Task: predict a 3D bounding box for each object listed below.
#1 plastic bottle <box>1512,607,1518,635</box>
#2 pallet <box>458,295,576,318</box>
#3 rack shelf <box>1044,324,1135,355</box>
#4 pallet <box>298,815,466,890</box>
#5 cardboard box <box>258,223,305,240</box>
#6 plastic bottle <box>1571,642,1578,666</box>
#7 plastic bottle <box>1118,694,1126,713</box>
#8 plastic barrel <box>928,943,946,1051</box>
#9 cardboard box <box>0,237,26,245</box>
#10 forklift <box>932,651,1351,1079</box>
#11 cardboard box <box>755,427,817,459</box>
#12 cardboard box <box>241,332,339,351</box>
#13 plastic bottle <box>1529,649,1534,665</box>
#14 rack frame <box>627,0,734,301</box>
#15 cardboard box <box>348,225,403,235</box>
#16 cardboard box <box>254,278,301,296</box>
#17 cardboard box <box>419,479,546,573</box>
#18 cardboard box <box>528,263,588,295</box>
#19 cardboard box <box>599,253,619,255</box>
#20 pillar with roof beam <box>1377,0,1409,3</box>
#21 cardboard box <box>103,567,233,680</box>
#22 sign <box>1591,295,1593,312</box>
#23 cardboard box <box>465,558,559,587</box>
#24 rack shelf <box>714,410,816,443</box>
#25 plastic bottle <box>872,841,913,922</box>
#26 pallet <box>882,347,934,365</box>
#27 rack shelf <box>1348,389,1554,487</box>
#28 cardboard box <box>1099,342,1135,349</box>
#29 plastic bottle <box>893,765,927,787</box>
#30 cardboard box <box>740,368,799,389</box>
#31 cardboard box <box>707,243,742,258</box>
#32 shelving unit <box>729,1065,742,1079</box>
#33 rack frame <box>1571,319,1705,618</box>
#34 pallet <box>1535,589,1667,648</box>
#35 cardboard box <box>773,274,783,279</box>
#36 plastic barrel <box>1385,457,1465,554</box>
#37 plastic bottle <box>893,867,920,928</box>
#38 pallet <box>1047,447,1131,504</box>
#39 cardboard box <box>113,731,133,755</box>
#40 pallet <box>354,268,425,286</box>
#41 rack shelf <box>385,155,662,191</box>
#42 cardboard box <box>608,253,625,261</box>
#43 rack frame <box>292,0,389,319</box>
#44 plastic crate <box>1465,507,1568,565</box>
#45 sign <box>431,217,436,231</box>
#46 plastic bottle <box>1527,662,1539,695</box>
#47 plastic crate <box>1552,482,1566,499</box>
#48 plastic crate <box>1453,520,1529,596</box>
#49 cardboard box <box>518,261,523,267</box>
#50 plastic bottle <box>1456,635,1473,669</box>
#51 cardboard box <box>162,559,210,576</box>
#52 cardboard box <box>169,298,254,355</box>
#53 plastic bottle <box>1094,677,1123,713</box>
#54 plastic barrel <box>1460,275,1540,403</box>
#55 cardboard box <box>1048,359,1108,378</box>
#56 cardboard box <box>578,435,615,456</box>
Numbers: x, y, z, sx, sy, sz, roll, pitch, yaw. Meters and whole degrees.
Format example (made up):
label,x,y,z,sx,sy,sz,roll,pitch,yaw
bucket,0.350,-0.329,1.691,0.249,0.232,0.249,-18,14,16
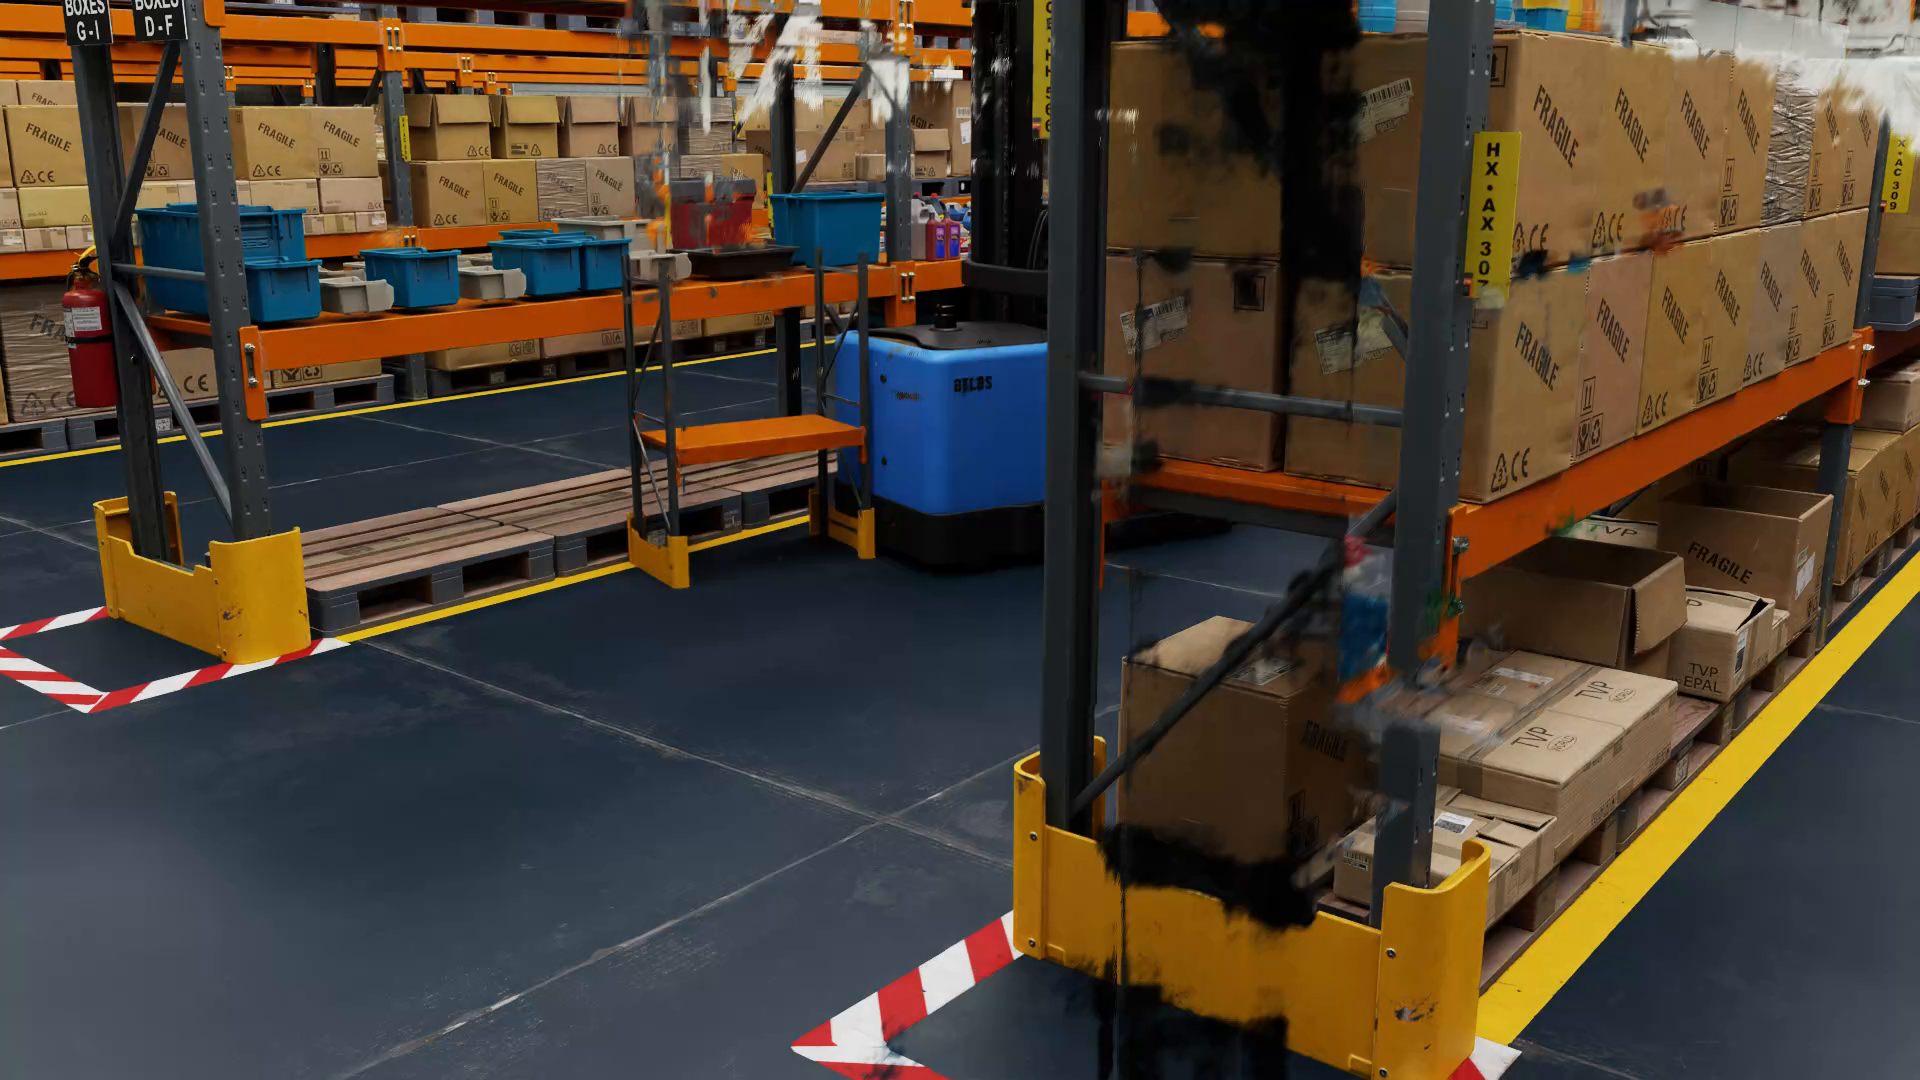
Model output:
label,x,y,z,sx,sy,sz,roll,pitch,yaw
plastic bottle,5.241,-2.667,17.678,0.097,0.271,0.097,0,14,0
pallet,-4.772,-5.871,19.932,1.003,0.211,1.213,12,19,40
rack shelf,1.729,-5.630,20.060,1.077,0.370,4.000,11,18,38
pallet,-4.129,-1.417,13.773,1.003,0.211,1.213,11,18,38
cardboard box,-10.386,-8.227,27.947,0.500,0.311,0.500,12,18,39
plastic bottle,5.470,-2.409,16.804,0.097,0.201,0.097,0,14,0
plastic bottle,1.105,-2.375,12.285,0.097,0.201,0.097,0,14,0
plastic barrel,0.097,-1.267,10.925,0.600,0.901,0.708,11,18,38
cardboard box,-12.968,-7.532,24.827,0.500,0.500,0.500,11,18,38
forklift,0.863,-1.533,8.704,3.031,2.935,1.130,-9,17,-31
cardboard box,-2.309,-4.385,23.254,0.875,0.875,0.875,11,18,38
cardboard box,-4.199,-4.428,12.812,0.700,0.500,0.500,12,18,39
plastic bottle,4.965,-2.347,16.394,0.061,0.283,0.133,11,18,38
rack frame,-2.042,-6.283,15.079,1.000,3.000,0.127,11,18,38
cardboard box,-7.501,-7.371,23.891,0.500,0.250,0.500,12,18,39
cardboard box,-6.199,-5.817,17.581,0.396,0.266,0.258,11,18,38
cardboard box,-3.342,-3.519,14.141,0.797,0.503,0.637,12,19,39
cardboard box,-4.253,-6.221,20.053,0.500,0.311,0.500,10,18,36
cardboard box,-5.161,-7.733,26.578,0.500,0.250,0.500,11,18,37
pillar with roof beam,12.480,-15.201,50.185,9.100,9.000,0.400,11,18,38
cardboard box,-4.637,-2.915,12.182,0.500,0.500,0.500,12,19,39
sign,6.414,-5.685,18.799,0.100,0.325,0.005,11,18,38
cardboard box,-3.121,-2.999,14.134,0.500,0.500,0.500,12,18,39
rack shelf,-2.065,-4.963,23.527,1.077,0.370,4.000,11,18,38
plastic bottle,-0.205,-1.844,9.890,0.144,0.351,0.185,11,18,38
pallet,-0.648,-5.203,17.303,1.213,0.211,1.003,11,18,38
rack shelf,3.068,-4.097,14.028,1.077,0.370,4.000,11,18,38
cardboard box,1.796,-5.331,20.678,0.500,0.500,0.500,11,18,38
plastic bottle,-0.160,-2.075,10.950,0.152,0.276,0.135,11,18,38
cardboard box,-1.548,-4.807,15.666,0.500,0.250,0.500,12,18,39
cardboard box,-2.797,-6.756,21.677,0.500,0.250,0.500,11,18,38
shelving unit,-1.031,-0.626,8.041,1.083,1.500,0.587,-9,17,-31
rack frame,6.839,-4.141,18.831,1.000,3.000,0.127,11,18,38
pallet,6.313,-2.613,18.480,1.003,0.211,1.213,11,18,38
cardboard box,-1.300,-5.442,16.644,0.500,0.500,0.500,12,18,38
plastic barrel,3.846,-3.591,15.648,0.600,0.901,0.708,11,18,38
plastic bottle,-0.141,-1.791,9.816,0.061,0.283,0.133,11,18,38
pallet,1.254,-3.840,11.937,1.003,0.211,1.213,11,18,38
cardboard box,-4.816,-2.280,12.016,0.380,0.149,0.250,11,18,37
pallet,-7.707,-6.936,24.123,1.213,0.211,1.003,11,18,38
rack shelf,-5.979,-8.615,25.728,1.077,0.370,4.000,11,18,38
cardboard box,-5.053,-7.563,26.720,0.380,0.149,0.250,12,19,39
rack frame,-5.836,-7.070,18.177,1.000,3.000,0.127,11,18,38
plastic crate,4.753,-3.425,16.141,0.767,0.338,0.504,11,18,38
sign,-6.802,-7.485,24.053,0.100,0.325,0.005,11,18,38
plastic bottle,4.866,-2.259,16.071,0.097,0.271,0.097,0,14,0
plastic crate,6.026,-3.892,18.385,0.298,0.136,0.250,11,18,38
plastic crate,4.258,-3.266,15.257,0.402,0.464,0.583,11,18,38
cardboard box,-6.206,-7.226,25.394,0.380,0.149,0.250,11,18,36
plastic bottle,4.505,-2.472,16.749,0.144,0.351,0.185,11,18,36
cardboard box,-7.023,-3.052,17.245,0.500,0.250,0.500,12,19,40
cardboard box,-6.619,-5.323,17.189,0.500,0.500,0.500,11,18,38
plastic bottle,0.997,-2.427,12.338,0.152,0.276,0.135,11,18,38
plastic barrel,4.174,-4.941,14.869,0.600,0.901,0.708,11,18,38
cardboard box,1.266,-4.961,19.223,0.500,0.500,0.500,11,18,38
cardboard box,-4.077,-4.642,20.600,0.500,0.500,0.500,11,18,38
